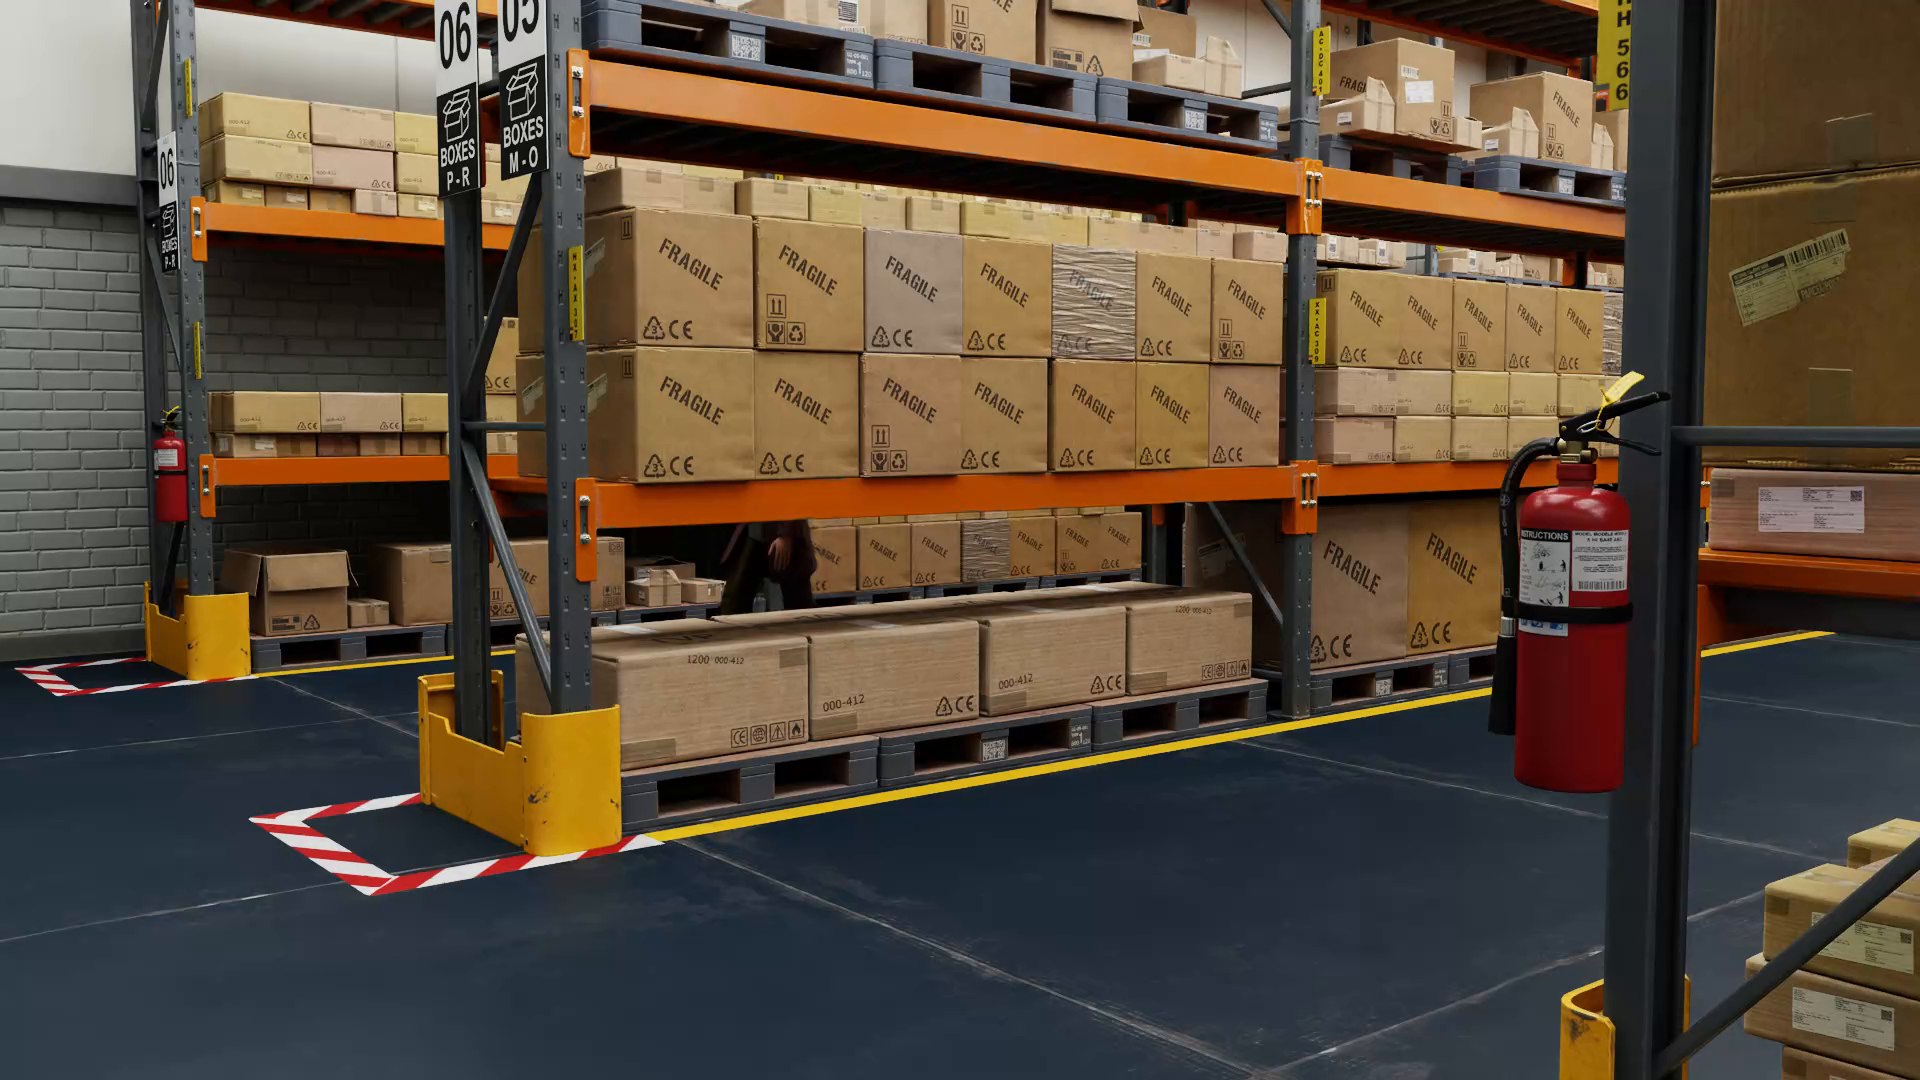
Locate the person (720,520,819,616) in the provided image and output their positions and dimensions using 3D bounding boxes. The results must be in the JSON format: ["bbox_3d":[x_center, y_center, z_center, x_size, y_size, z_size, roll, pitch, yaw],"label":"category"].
[{"bbox_3d":[-1.056,-0.018,9.190,0.608,1.769,0.898,4,5,41],"label":"person"}]
